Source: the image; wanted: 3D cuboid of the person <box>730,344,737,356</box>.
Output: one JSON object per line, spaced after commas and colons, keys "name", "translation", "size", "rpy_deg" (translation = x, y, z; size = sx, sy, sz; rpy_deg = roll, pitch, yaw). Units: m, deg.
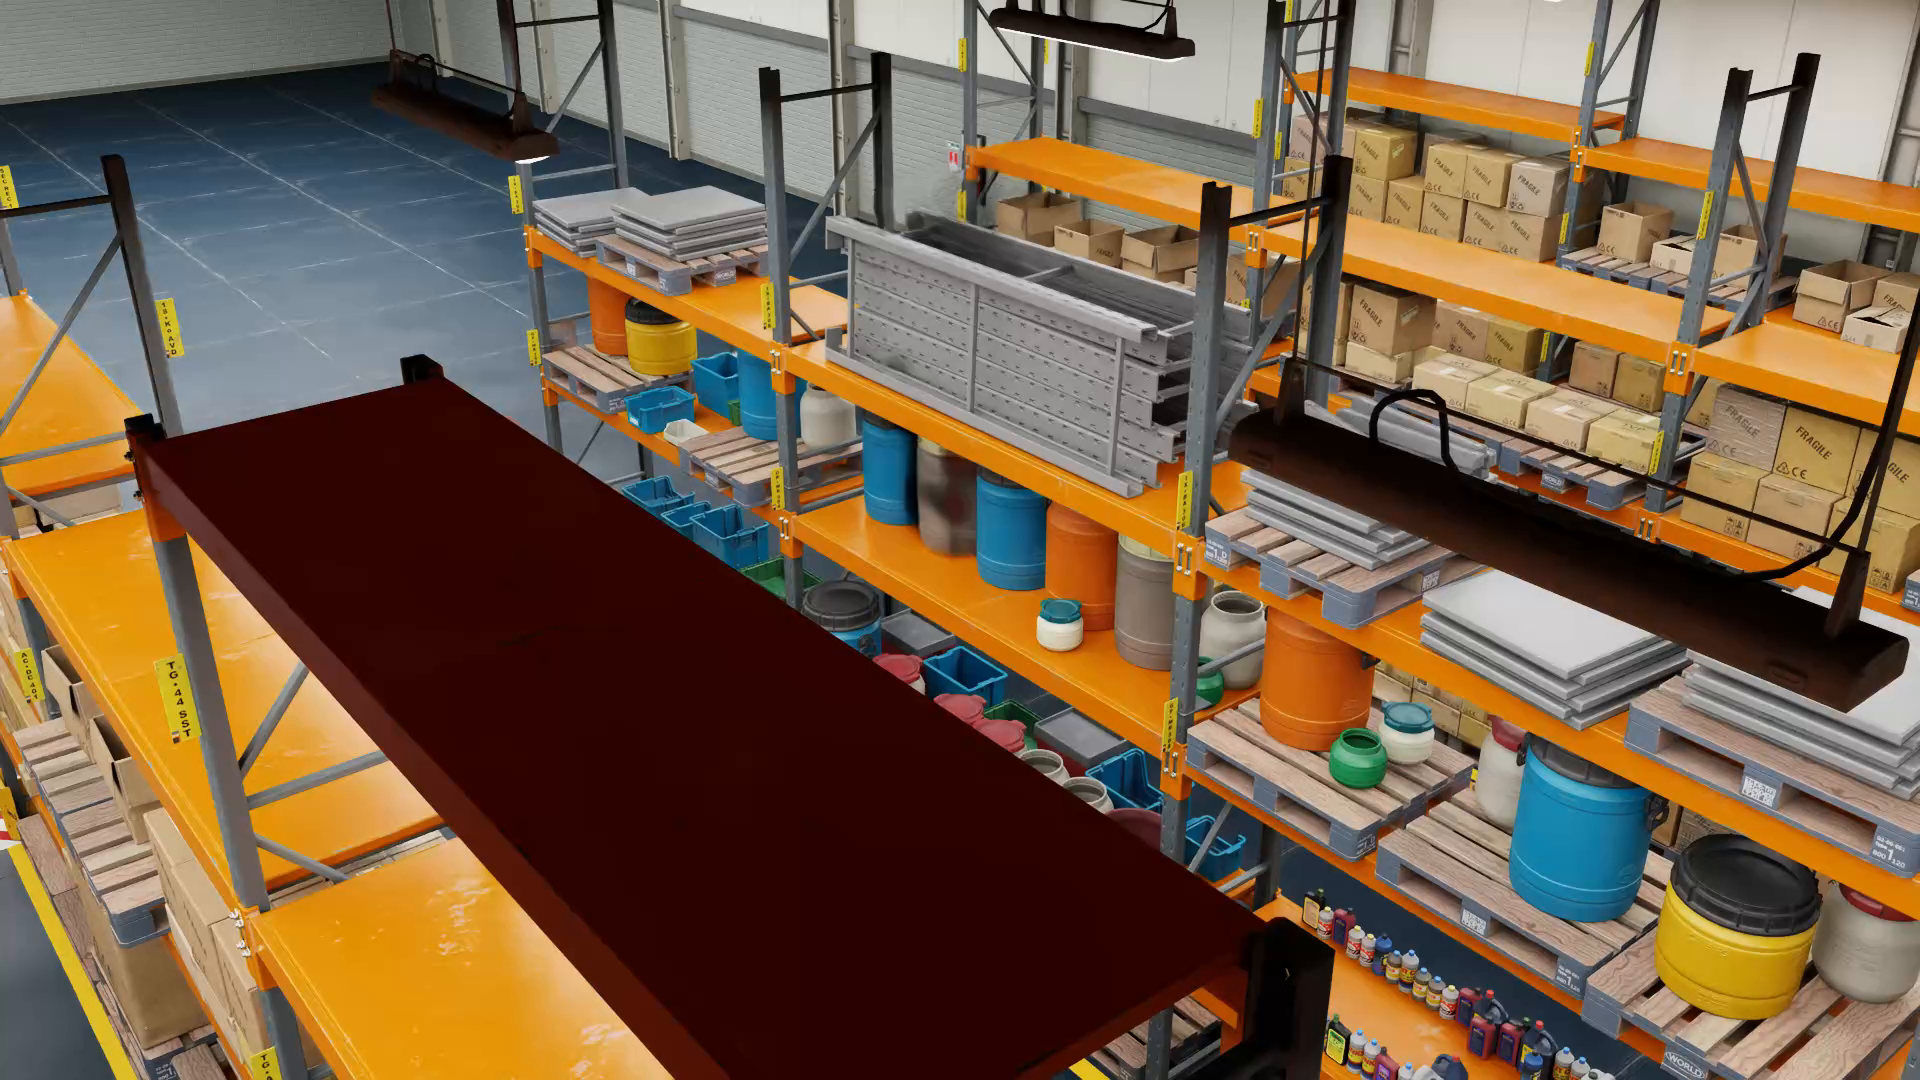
{"name": "person", "translation": [-2.509, -1.664, 19.634], "size": [0.928, 1.804, 0.633], "rpy_deg": [-3, 26, -6]}
